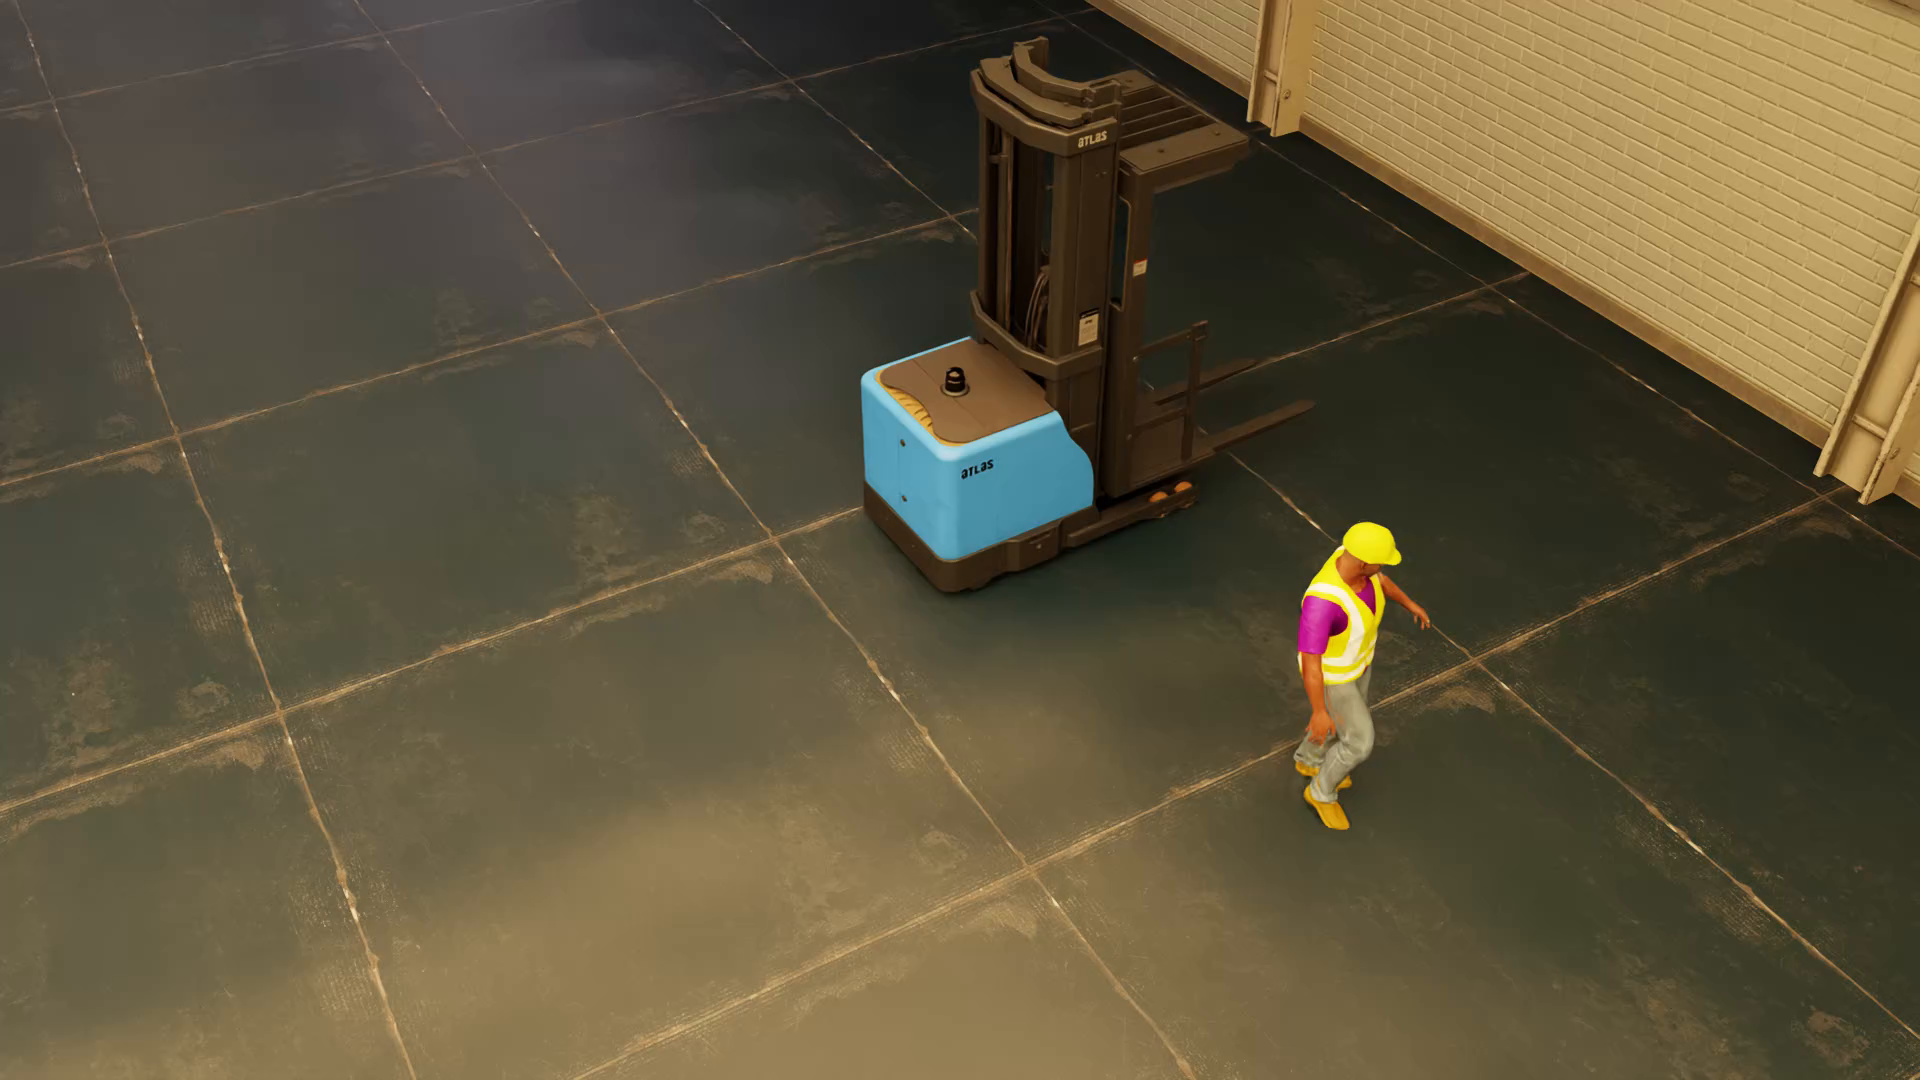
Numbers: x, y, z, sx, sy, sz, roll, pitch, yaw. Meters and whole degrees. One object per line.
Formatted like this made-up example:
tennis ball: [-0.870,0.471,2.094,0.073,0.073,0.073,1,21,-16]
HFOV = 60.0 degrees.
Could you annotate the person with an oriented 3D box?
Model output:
person: [1.924,0.639,8.230,0.497,1.785,0.966,25,46,27]

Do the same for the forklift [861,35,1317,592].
forklift: [0.919,-1.531,9.882,3.031,2.935,1.130,-22,44,-24]
